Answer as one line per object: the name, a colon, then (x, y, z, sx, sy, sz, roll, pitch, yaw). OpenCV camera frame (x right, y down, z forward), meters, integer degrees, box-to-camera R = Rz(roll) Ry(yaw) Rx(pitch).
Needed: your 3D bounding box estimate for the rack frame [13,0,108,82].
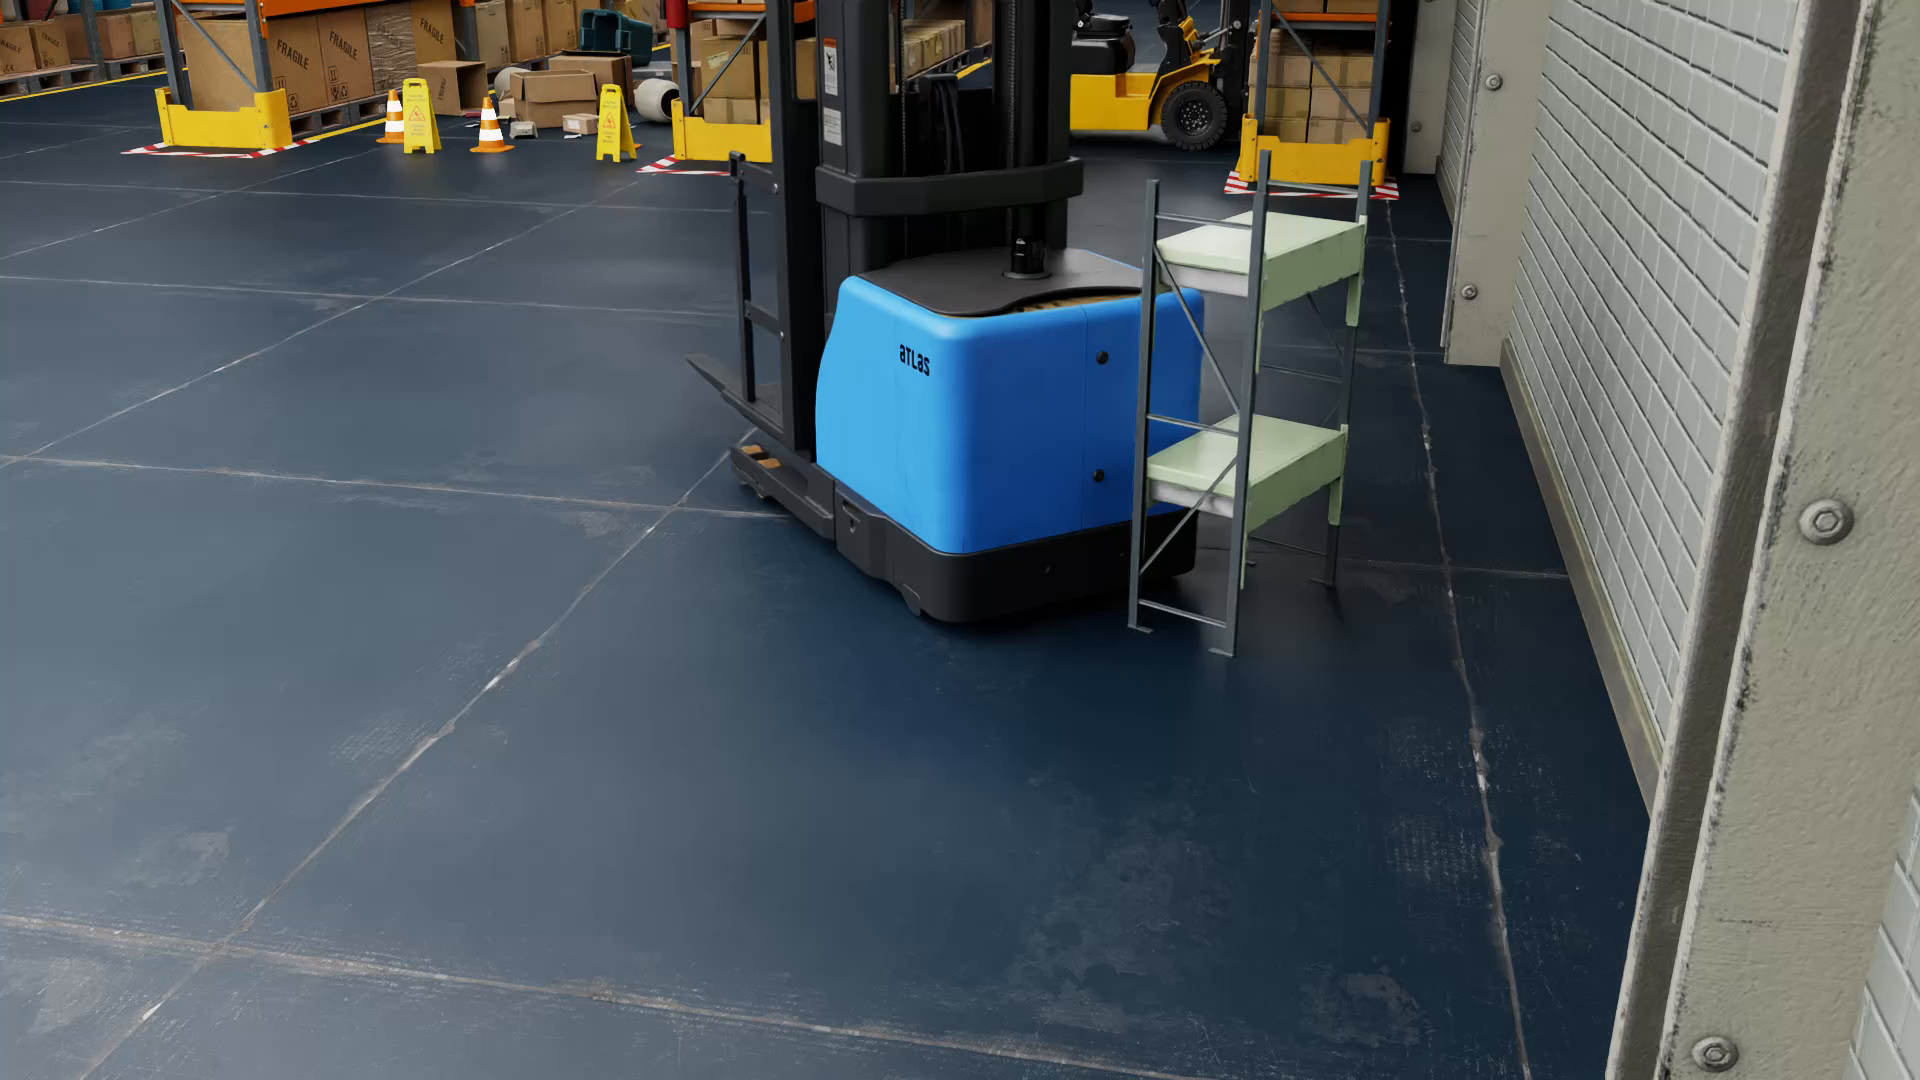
rack frame: (-10.839, -6.971, 19.647, 1.000, 3.000, 0.127, 4, 22, 11)

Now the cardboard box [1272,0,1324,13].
cardboard box: (2.750, -4.622, 13.681, 0.500, 0.500, 0.500, 4, 22, 10)

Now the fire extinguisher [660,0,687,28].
fire extinguisher: (-2.428, -4.710, 14.137, 0.296, 0.674, 0.183, 4, 22, 11)

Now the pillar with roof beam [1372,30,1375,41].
pillar with roof beam: (2.165, -12.061, 24.256, 9.100, 9.000, 0.400, 4, 22, 11)

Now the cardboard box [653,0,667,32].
cardboard box: (-4.594, -7.666, 24.156, 0.500, 0.500, 0.500, 4, 22, 10)

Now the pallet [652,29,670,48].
pallet: (-4.776, -7.456, 24.584, 1.003, 0.211, 1.213, 4, 22, 11)

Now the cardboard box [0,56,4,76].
cardboard box: (-11.119, -5.420, 18.580, 0.500, 0.500, 0.500, 2, 22, 6)

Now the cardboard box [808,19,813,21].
cardboard box: (-1.710, -5.359, 16.891, 0.380, 0.149, 0.250, 5, 23, 13)

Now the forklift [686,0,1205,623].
forklift: (-0.300, -1.597, 6.394, 1.130, 2.935, 3.031, -11, 25, -26)

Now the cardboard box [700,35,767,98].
cardboard box: (-2.046, -4.333, 15.211, 0.500, 0.500, 0.500, 5, 22, 11)

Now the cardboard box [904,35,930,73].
cardboard box: (-0.890, -5.647, 19.314, 0.950, 0.372, 0.625, 6, 23, 14)

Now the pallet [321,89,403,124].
pallet: (-6.483, -4.543, 17.351, 1.003, 0.211, 1.213, 4, 22, 11)

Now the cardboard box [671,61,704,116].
cardboard box: (-2.688, -4.769, 17.522, 0.500, 0.500, 0.500, -16, 27, -35)

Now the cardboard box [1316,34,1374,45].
cardboard box: (3.512, -4.472, 15.222, 0.500, 0.250, 0.500, 4, 22, 10)

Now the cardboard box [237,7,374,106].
cardboard box: (-6.569, -4.877, 16.730, 0.875, 0.875, 0.875, 4, 22, 10)

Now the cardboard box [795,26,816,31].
cardboard box: (-1.301, -4.677, 16.066, 0.500, 0.500, 0.500, 5, 22, 12)

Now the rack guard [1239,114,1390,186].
rack guard: (2.901, -3.207, 13.648, 1.175, 0.500, 0.348, 4, 22, 11)

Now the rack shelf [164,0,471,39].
rack shelf: (-6.412, -5.491, 16.935, 1.077, 0.370, 4.000, 4, 22, 11)

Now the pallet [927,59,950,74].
pallet: (-0.733, -5.654, 20.111, 1.003, 0.211, 1.213, 4, 22, 11)

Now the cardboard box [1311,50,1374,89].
cardboard box: (3.190, -3.920, 13.852, 0.500, 0.250, 0.500, 4, 22, 10)

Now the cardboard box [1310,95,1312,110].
cardboard box: (3.297, -3.867, 14.390, 0.500, 0.250, 0.500, 4, 22, 10)

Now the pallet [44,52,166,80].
pallet: (-10.682, -5.962, 20.875, 1.003, 0.211, 1.213, 4, 22, 11)

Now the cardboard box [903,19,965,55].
cardboard box: (-0.446, -6.448, 21.305, 0.950, 0.372, 0.625, 3, 22, 7)

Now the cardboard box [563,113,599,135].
cardboard box: (-3.664, -4.063, 16.244, 0.380, 0.149, 0.250, 18, 28, 38)

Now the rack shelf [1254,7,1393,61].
rack shelf: (3.314, -4.773, 15.153, 1.077, 0.370, 4.000, 4, 22, 11)

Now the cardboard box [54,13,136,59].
cardboard box: (-10.693, -6.238, 20.585, 0.700, 0.500, 0.500, 3, 22, 7)

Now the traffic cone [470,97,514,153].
traffic cone: (-4.285, -3.792, 15.149, 0.336, 0.463, 0.334, 4, 22, 11)

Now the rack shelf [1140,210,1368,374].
rack shelf: (0.954, -0.829, 5.360, 0.431, 0.370, 0.720, 16, 27, 34)

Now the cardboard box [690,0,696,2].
cardboard box: (-4.276, -8.227, 25.550, 0.500, 0.500, 0.500, 4, 22, 10)

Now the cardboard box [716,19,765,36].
cardboard box: (-2.036, -4.773, 15.436, 0.380, 0.149, 0.250, 5, 22, 12)

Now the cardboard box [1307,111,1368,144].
cardboard box: (3.198, -3.460, 14.047, 0.500, 0.250, 0.500, 5, 22, 11)

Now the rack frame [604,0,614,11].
rack frame: (-5.188, -8.019, 22.249, 1.000, 3.000, 0.127, 4, 22, 11)

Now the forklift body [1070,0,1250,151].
forklift body: (1.507, -4.814, 15.429, 2.313, 2.155, 1.214, 4, 22, 11)

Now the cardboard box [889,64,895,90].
cardboard box: (-0.995, -4.898, 17.619, 0.500, 0.250, 0.500, 5, 23, 13)

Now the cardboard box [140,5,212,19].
cardboard box: (-10.350, -6.820, 22.030, 0.700, 0.500, 0.500, 6, 23, 15)

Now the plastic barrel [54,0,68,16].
plastic barrel: (-14.530, -8.659, 26.606, 0.421, 0.512, 0.421, 0, 22, 0)

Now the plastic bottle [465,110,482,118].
plastic bottle: (-4.978, -4.426, 17.261, 0.283, 0.061, 0.133, -3, 22, -8)

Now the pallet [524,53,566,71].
pallet: (-5.674, -5.998, 20.964, 1.003, 0.211, 1.213, 4, 22, 11)

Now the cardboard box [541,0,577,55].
cardboard box: (-5.575, -6.634, 21.260, 1.050, 0.750, 0.750, 5, 22, 12)

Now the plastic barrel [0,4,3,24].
plastic barrel: (-14.788, -8.180, 24.991, 0.600, 0.830, 0.708, 4, 22, 11)

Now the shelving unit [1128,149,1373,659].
shelving unit: (0.954, -0.467, 5.506, 0.431, 1.500, 0.755, 16, 27, 34)

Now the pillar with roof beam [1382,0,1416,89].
pillar with roof beam: (0.941, -9.867, 18.807, 9.100, 9.000, 0.400, 4, 22, 11)

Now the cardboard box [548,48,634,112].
cardboard box: (-3.891, -4.836, 17.505, 0.797, 0.637, 0.503, 4, 22, 11)

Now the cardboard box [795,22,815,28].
cardboard box: (-1.727, -4.901, 16.623, 0.500, 0.500, 0.500, 6, 23, 14)

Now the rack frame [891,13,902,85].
rack frame: (-1.138, -6.216, 17.771, 1.000, 3.000, 0.127, 4, 22, 11)

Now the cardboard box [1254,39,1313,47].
cardboard box: (2.887, -4.323, 14.853, 0.500, 0.250, 0.500, 5, 22, 12)
